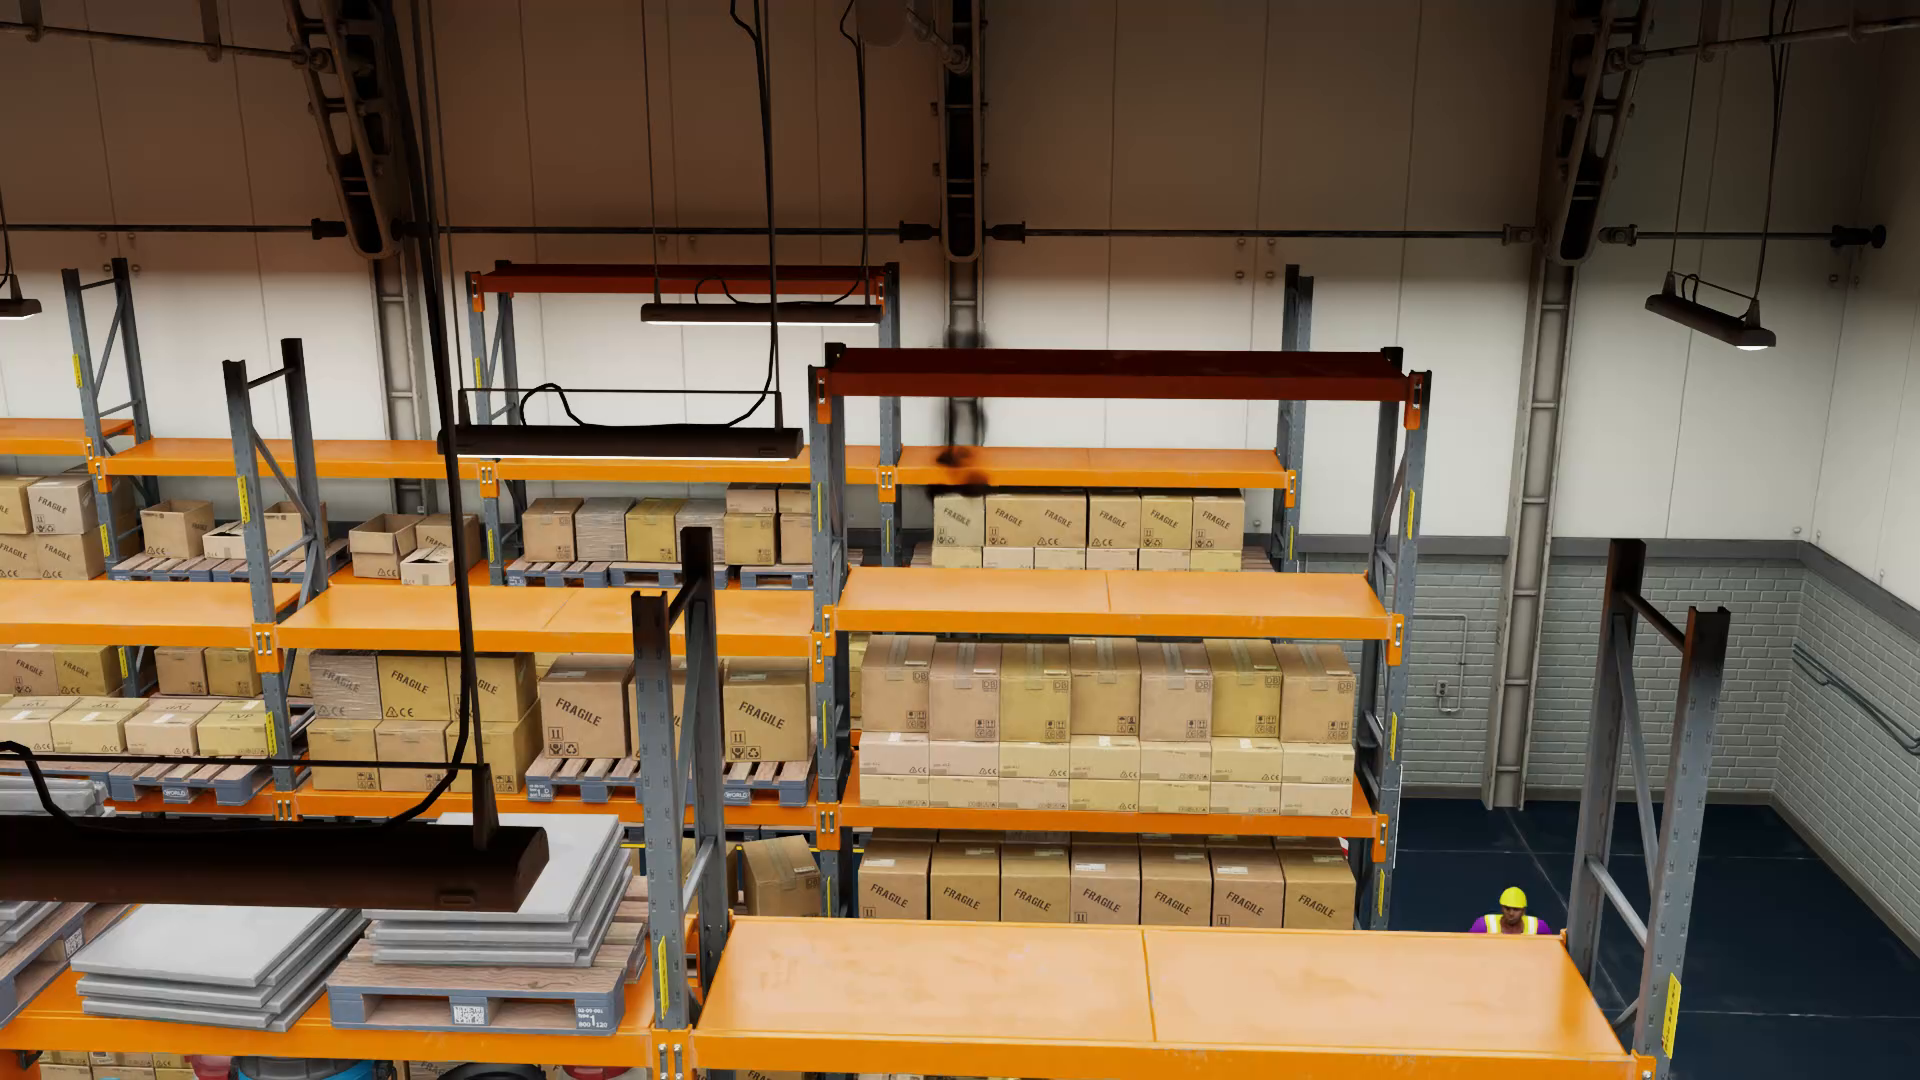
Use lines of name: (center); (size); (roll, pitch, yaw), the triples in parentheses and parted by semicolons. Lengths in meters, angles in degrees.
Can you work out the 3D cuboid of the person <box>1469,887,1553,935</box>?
person: (4.350, 3.547, 13.251); (0.710, 1.767, 0.948); (4, 17, 14)
